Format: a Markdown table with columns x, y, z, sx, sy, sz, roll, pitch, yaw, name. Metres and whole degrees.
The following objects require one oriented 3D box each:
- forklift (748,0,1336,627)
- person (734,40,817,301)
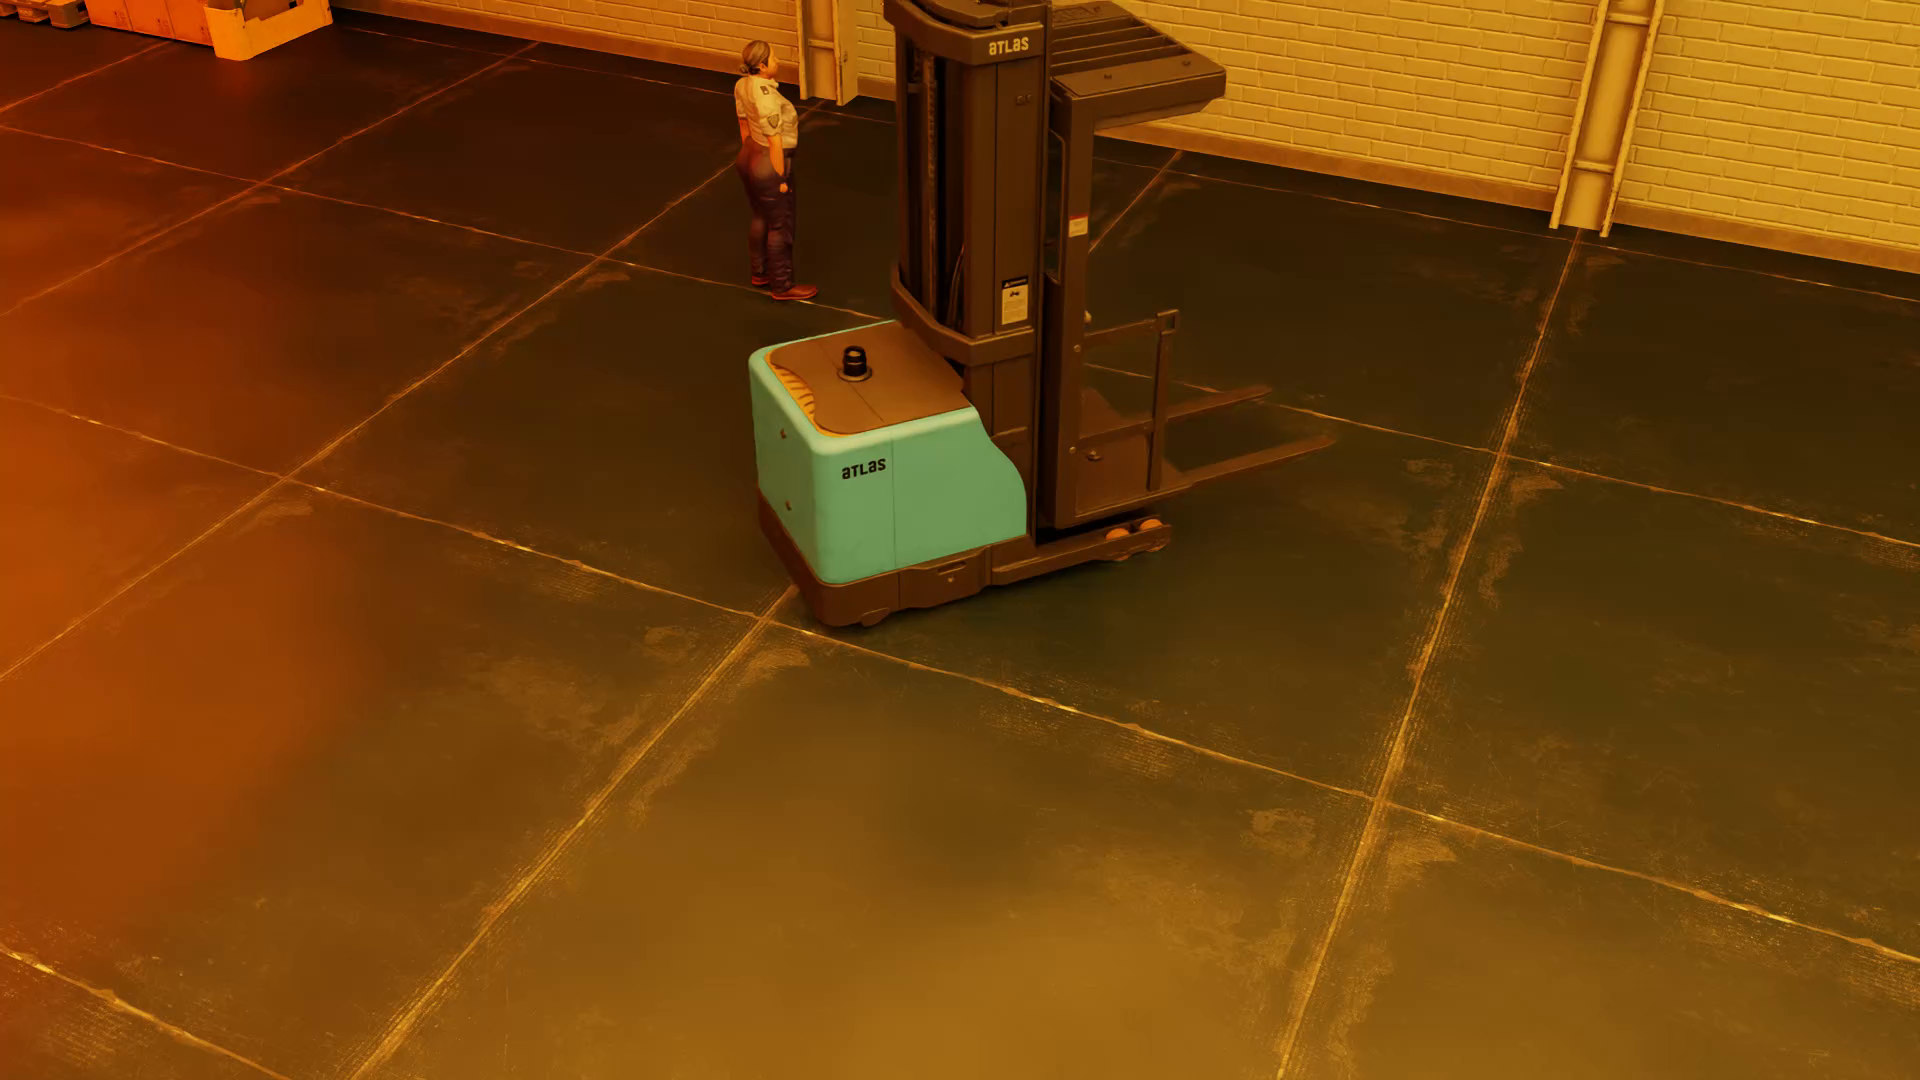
| x | y | z | sx | sy | sz | roll | pitch | yaw | name |
| --- | --- | --- | --- | --- | --- | --- | --- | --- | --- |
| 0.519 | -1.348 | 7.977 | 3.031 | 2.935 | 1.130 | -15 | 38 | -20 | forklift |
| -1.191 | -2.324 | 10.460 | 0.363 | 1.648 | 0.485 | -20 | 40 | -26 | person |
